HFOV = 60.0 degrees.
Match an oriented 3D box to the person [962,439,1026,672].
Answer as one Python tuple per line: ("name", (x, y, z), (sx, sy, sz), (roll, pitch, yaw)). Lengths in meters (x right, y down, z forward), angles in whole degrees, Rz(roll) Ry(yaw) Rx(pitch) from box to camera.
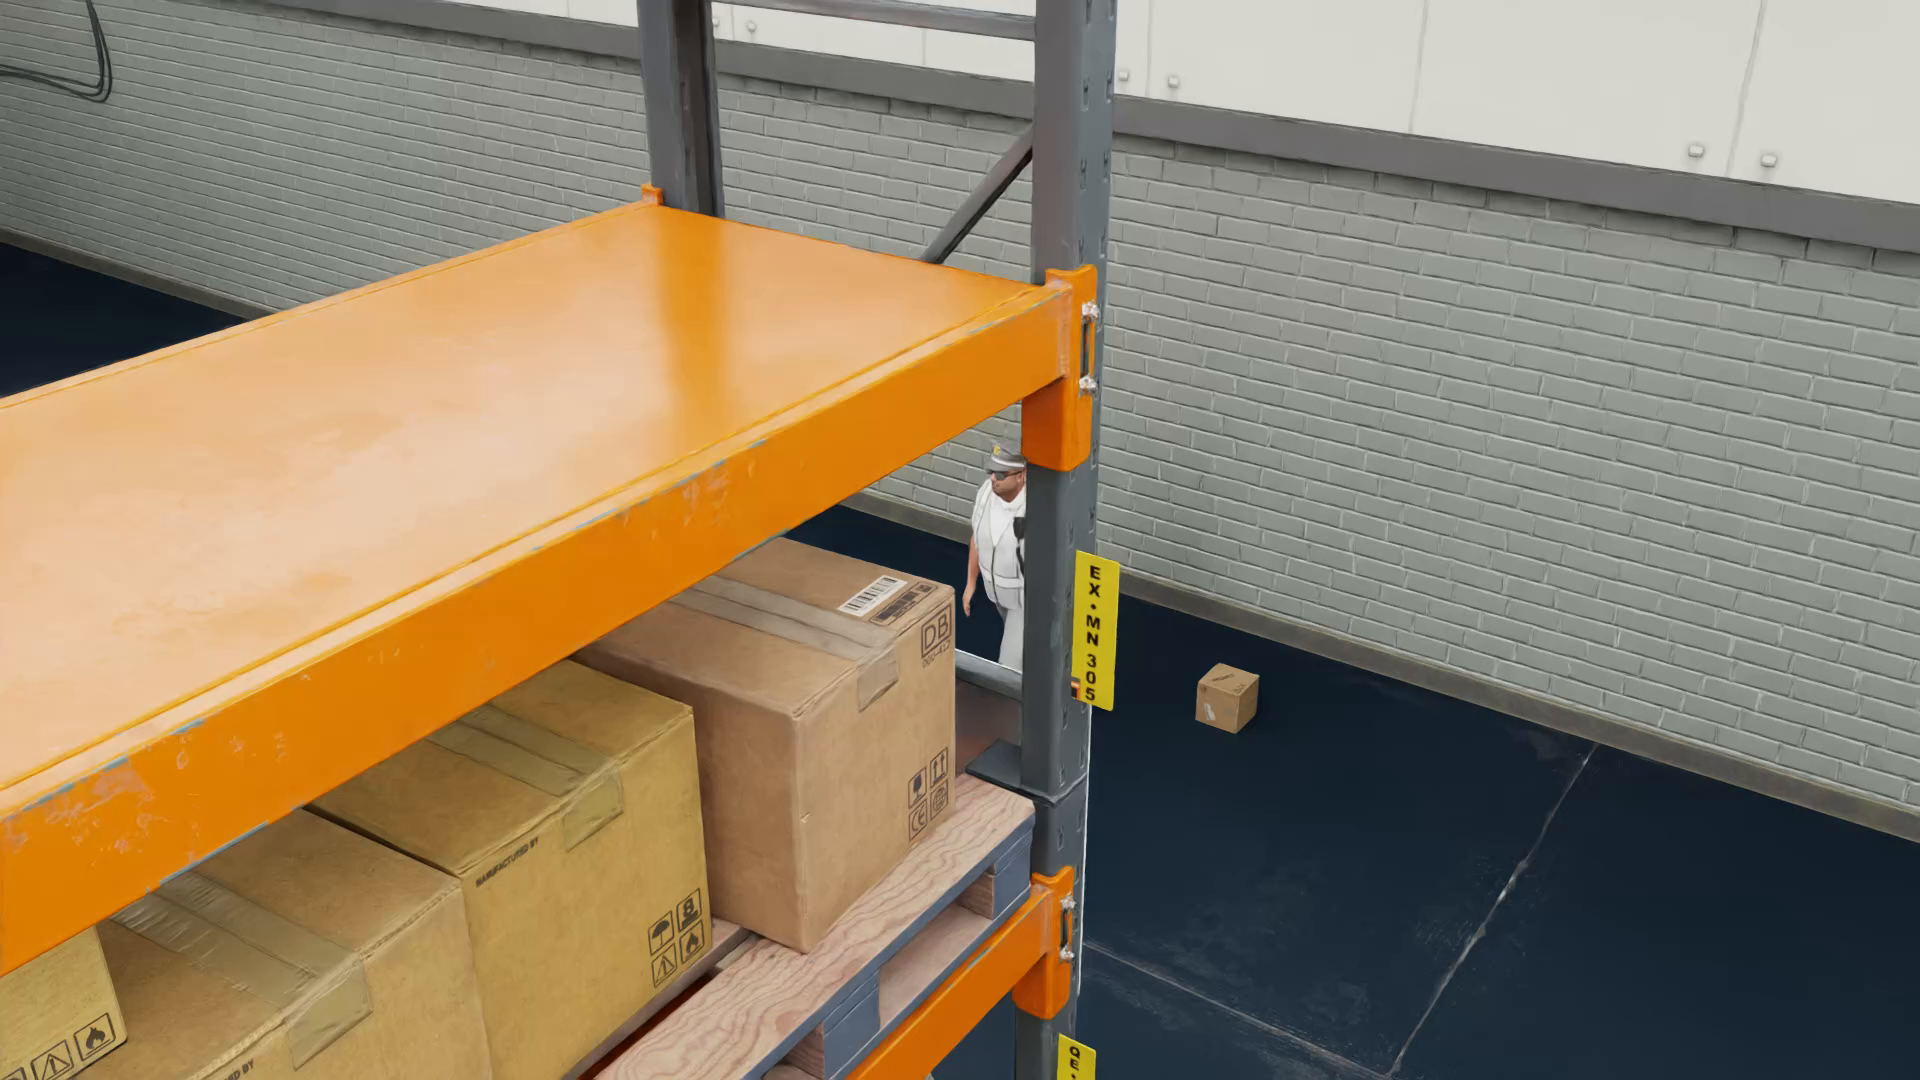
("person", (0.261, 0.256, 8.621), (1.004, 1.701, 0.570), (-21, 34, -36))
